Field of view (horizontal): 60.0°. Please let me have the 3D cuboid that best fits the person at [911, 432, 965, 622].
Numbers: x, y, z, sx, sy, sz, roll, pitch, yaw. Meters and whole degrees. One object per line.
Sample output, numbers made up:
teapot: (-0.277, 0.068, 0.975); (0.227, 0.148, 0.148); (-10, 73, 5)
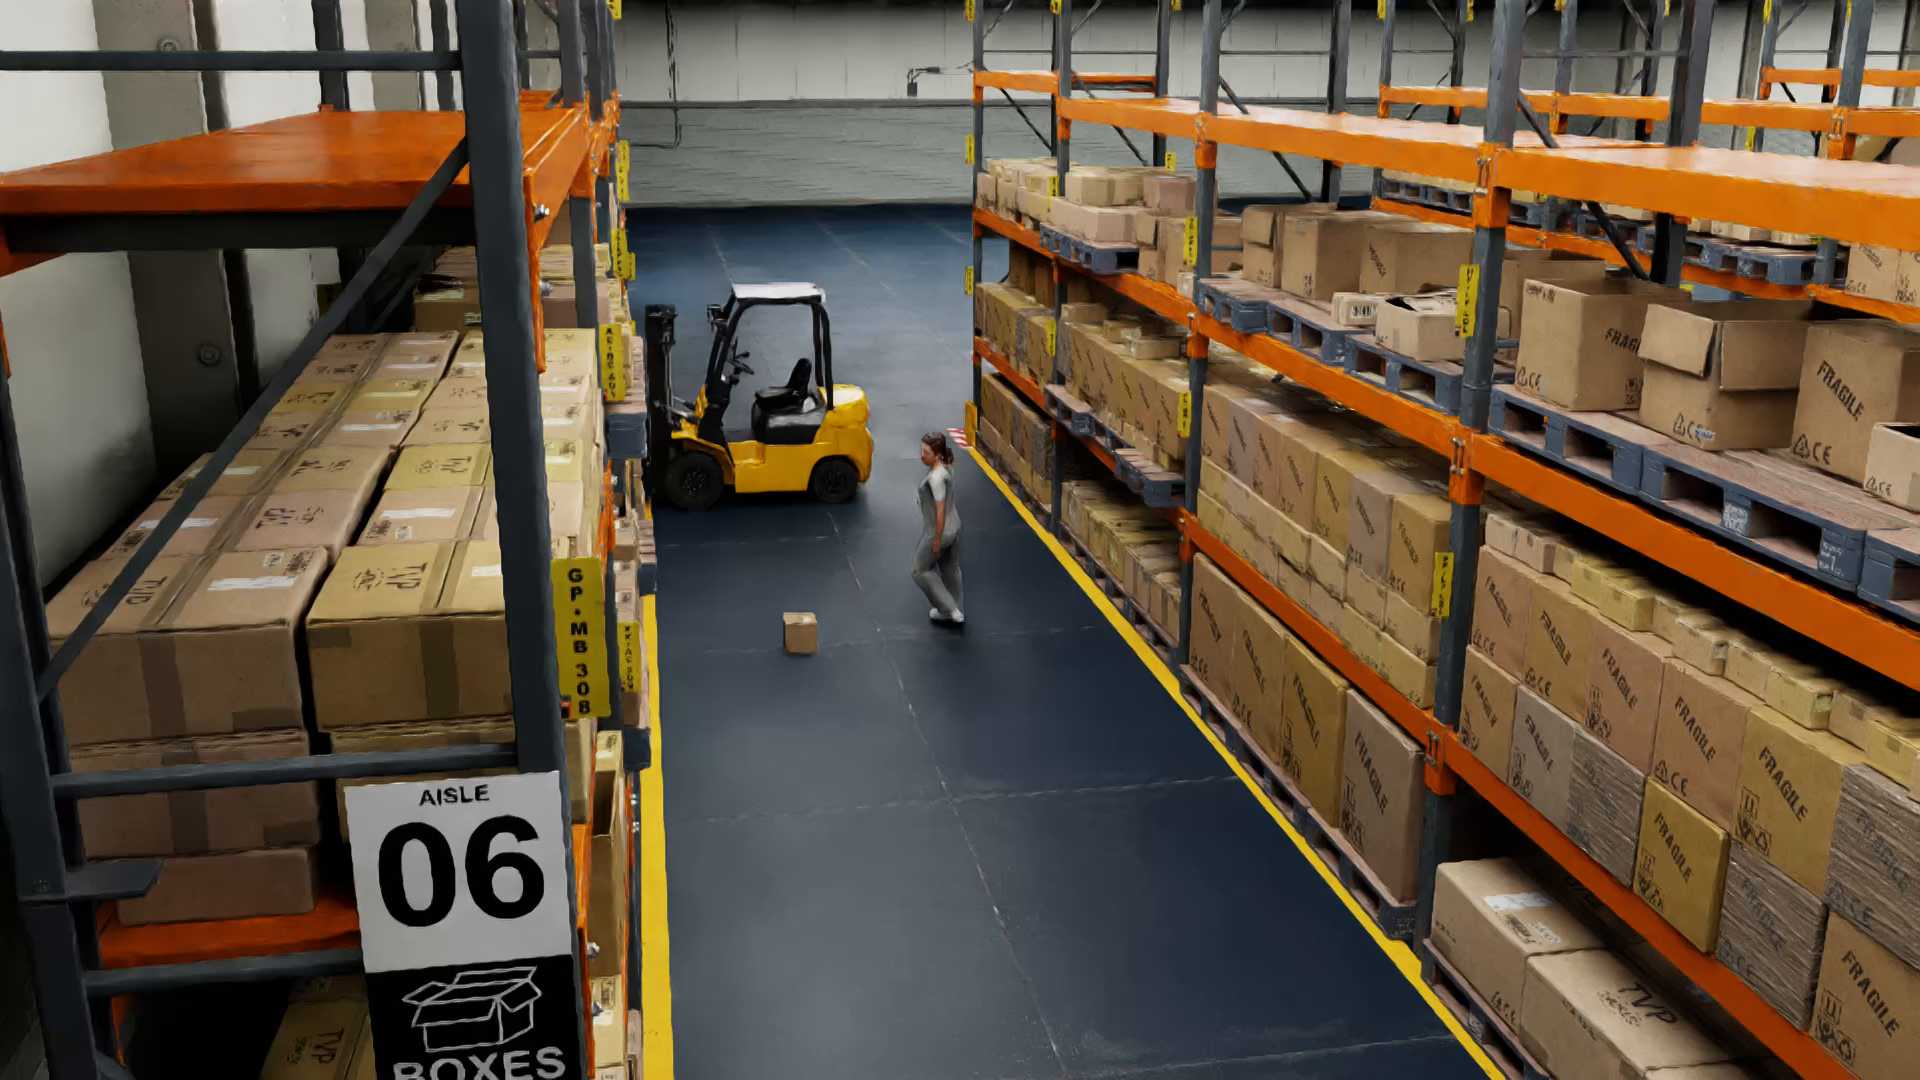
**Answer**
person: (-0.185, -0.077, 13.309); (0.394, 1.644, 0.569); (4, 17, 14)
